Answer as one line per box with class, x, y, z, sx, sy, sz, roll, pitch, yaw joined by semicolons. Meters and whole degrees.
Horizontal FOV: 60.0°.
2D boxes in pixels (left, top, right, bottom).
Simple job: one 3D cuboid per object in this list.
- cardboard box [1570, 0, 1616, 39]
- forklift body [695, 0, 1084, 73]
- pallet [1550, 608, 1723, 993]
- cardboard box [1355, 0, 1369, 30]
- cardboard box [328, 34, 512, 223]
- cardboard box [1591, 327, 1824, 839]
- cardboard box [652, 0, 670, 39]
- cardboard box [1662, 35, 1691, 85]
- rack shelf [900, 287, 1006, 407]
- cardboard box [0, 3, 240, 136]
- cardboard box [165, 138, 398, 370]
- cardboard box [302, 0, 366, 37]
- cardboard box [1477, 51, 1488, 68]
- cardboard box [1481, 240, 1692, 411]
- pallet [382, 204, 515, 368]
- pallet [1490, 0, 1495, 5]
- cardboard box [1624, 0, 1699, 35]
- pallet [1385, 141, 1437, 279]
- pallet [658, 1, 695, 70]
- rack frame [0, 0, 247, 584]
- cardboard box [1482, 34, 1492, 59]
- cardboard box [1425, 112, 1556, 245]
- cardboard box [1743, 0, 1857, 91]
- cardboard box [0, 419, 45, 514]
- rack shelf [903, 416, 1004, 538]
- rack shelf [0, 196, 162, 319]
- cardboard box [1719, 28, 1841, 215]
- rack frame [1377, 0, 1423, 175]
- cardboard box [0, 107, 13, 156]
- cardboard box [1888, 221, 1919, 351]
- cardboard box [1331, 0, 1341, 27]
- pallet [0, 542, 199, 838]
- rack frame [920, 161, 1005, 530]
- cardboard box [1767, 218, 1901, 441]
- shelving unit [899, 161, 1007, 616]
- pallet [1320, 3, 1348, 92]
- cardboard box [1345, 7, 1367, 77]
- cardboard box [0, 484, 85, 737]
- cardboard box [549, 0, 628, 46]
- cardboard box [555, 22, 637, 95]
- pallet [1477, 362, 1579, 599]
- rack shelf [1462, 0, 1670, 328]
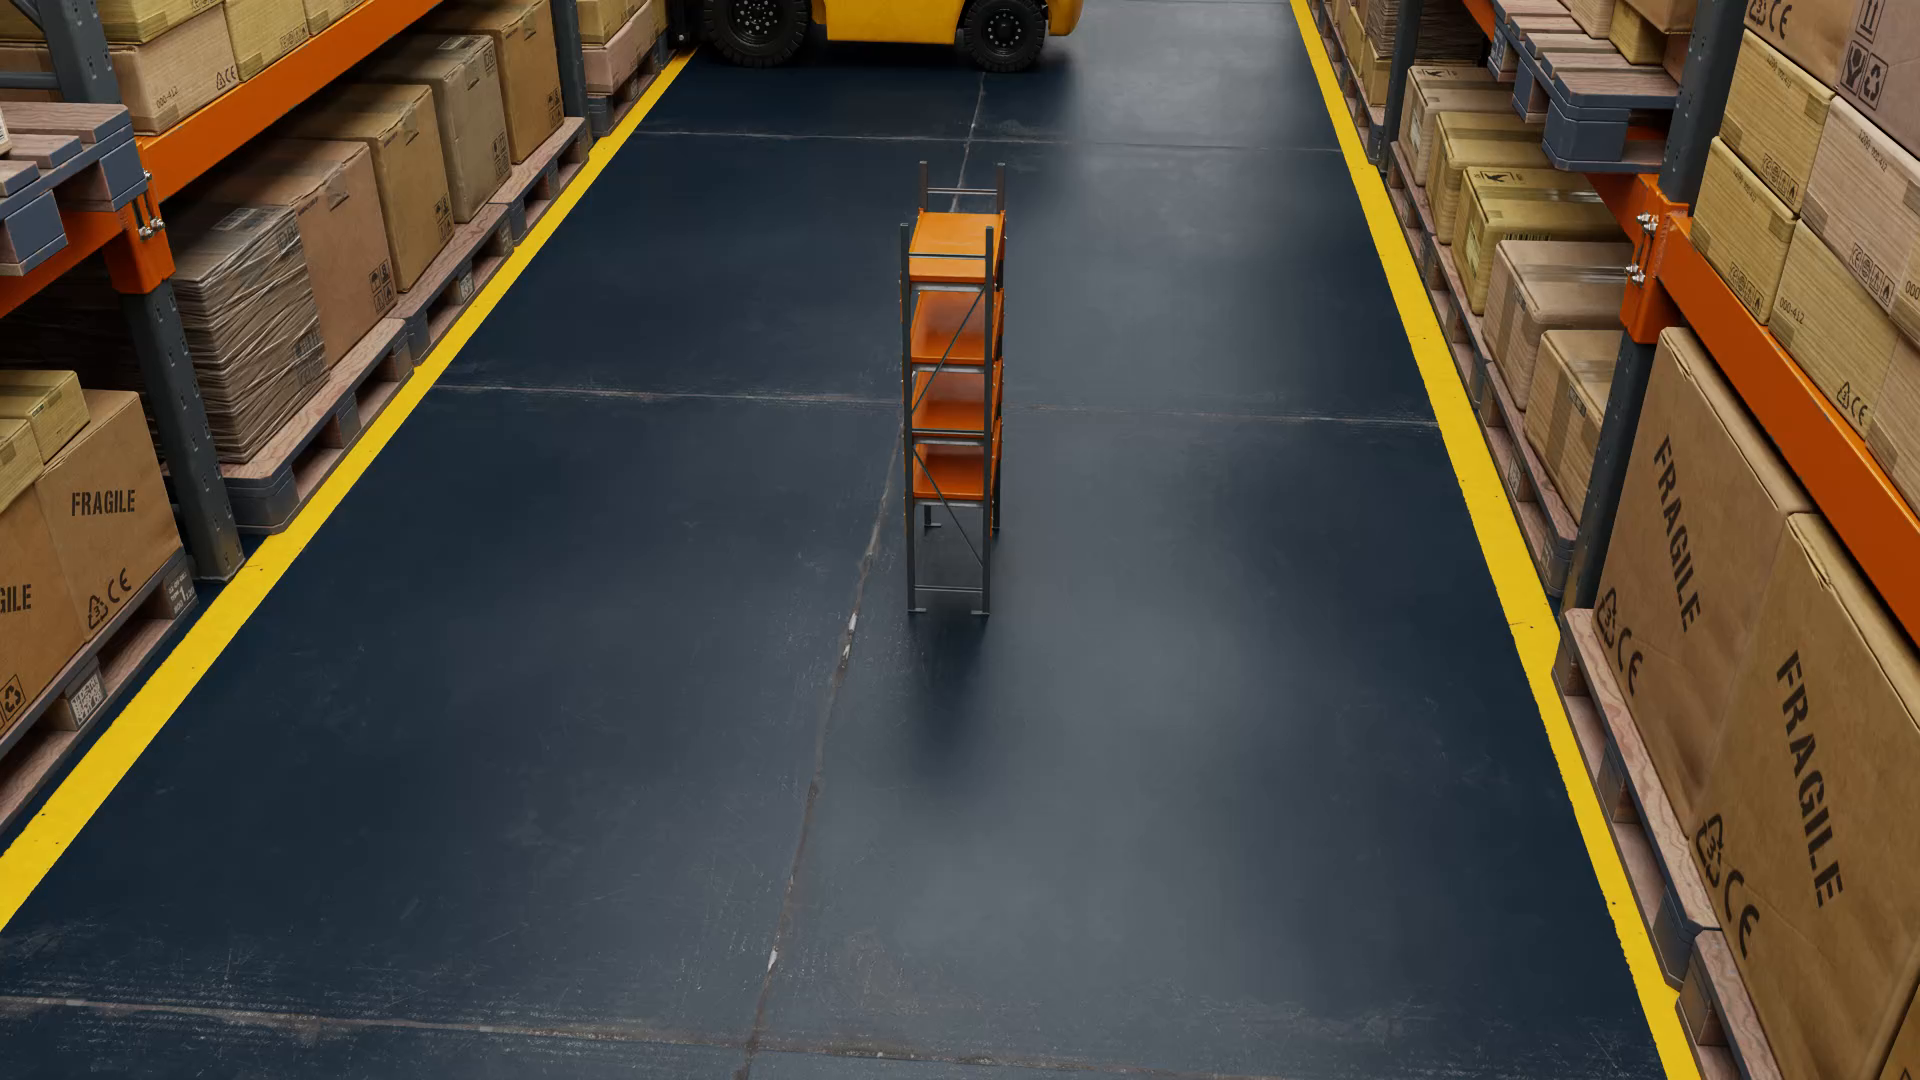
cardboard box;1.957;-1.517;4.692;0.380;0.149;0.250;2;32;4
forklift body;-0.393;-3.949;9.608;2.313;2.155;1.214;2;32;4
pallet;2.100;0.609;4.060;1.003;0.211;1.213;2;32;4
cardboard box;2.386;-2.993;8.753;0.500;0.500;0.500;3;32;5
cardboard box;-2.484;-1.778;7.138;0.875;0.625;0.625;2;32;3
cardboard box;2.101;0.097;3.859;0.875;0.875;0.875;2;32;4
cardboard box;-1.961;-3.071;9.595;0.500;0.250;0.500;3;32;5
cardboard box;2.032;-1.240;4.242;0.380;0.149;0.250;4;32;6
rack shelf;-0.013;-0.557;4.713;0.258;0.148;0.480;2;32;4
cardboard box;-2.428;-1.355;4.732;0.500;0.250;0.500;3;32;4
cardboard box;-2.598;-1.032;5.929;0.875;0.625;0.625;3;32;6
cardboard box;-2.347;-1.887;5.596;0.500;0.250;0.500;1;32;2
cardboard box;2.882;-2.384;8.479;0.500;0.250;0.500;1;32;2
cardboard box;2.348;-0.728;5.677;0.950;0.372;0.625;2;32;3
pallet;-2.500;-1.075;6.793;1.003;0.211;1.213;2;32;4
pallet;2.360;-1.942;5.725;1.003;0.211;1.213;2;32;4
cardboard box;2.000;-1.584;4.183;0.500;0.500;0.500;2;32;3
pallet;2.503;-1.484;7.457;1.003;0.211;1.213;2;32;4
pallet;-2.179;-3.155;10.168;1.003;0.211;1.213;2;32;4
rack frame;-2.708;-1.197;4.333;1.000;3.000;0.127;2;32;4
cardboard box;2.882;-2.703;8.282;0.500;0.500;0.500;4;32;6
cardboard box;2.470;-1.488;6.910;0.950;0.372;0.625;4;32;7
cardboard box;1.956;-1.208;3.302;0.500;0.500;0.500;1;32;2
cardboard box;-2.487;-0.174;4.038;0.380;0.149;0.250;1;32;1
rack shelf;-0.013;-0.198;4.934;0.258;0.148;0.480;2;32;4
rack shelf;-2.871;0.155;2.825;1.077;0.370;4.000;2;32;4
cardboard box;1.952;-0.881;3.487;0.500;0.250;0.500;2;32;4
rack frame;2.565;-3.078;7.386;1.000;3.000;0.127;2;32;4
cardboard box;-2.379;-0.909;3.705;0.380;0.149;0.250;3;32;5
cardboard box;1.856;-0.351;2.627;0.500;0.250;0.500;2;32;4
cardboard box;2.469;-3.216;9.830;0.500;0.250;0.500;5;32;7
pallet;-2.806;0.379;4.434;1.003;0.211;1.213;2;32;4
rack frame;0.006;-0.552;5.002;0.240;1.200;0.015;2;32;4
cardboard box;1.925;-0.409;3.197;0.500;0.250;0.500;2;32;3
shelving unit;-0.013;-0.424;4.795;0.258;1.200;0.503;2;32;4
pallet;2.681;-2.884;9.728;1.003;0.211;1.213;2;32;4
cardboard box;2.379;-2.686;8.970;0.500;0.250;0.500;2;32;3
cardboard box;-2.579;0.180;4.081;0.500;0.500;0.500;2;32;3
cardboard box;-2.035;-2.749;8.596;0.500;0.250;0.500;2;32;4
cardboard box;-2.013;-2.535;8.726;0.500;0.250;0.500;3;32;4
pallet;2.305;-0.208;5.387;1.003;0.211;1.213;2;32;4
rack shelf;2.402;-1.726;5.878;1.077;0.370;4.000;2;32;4
